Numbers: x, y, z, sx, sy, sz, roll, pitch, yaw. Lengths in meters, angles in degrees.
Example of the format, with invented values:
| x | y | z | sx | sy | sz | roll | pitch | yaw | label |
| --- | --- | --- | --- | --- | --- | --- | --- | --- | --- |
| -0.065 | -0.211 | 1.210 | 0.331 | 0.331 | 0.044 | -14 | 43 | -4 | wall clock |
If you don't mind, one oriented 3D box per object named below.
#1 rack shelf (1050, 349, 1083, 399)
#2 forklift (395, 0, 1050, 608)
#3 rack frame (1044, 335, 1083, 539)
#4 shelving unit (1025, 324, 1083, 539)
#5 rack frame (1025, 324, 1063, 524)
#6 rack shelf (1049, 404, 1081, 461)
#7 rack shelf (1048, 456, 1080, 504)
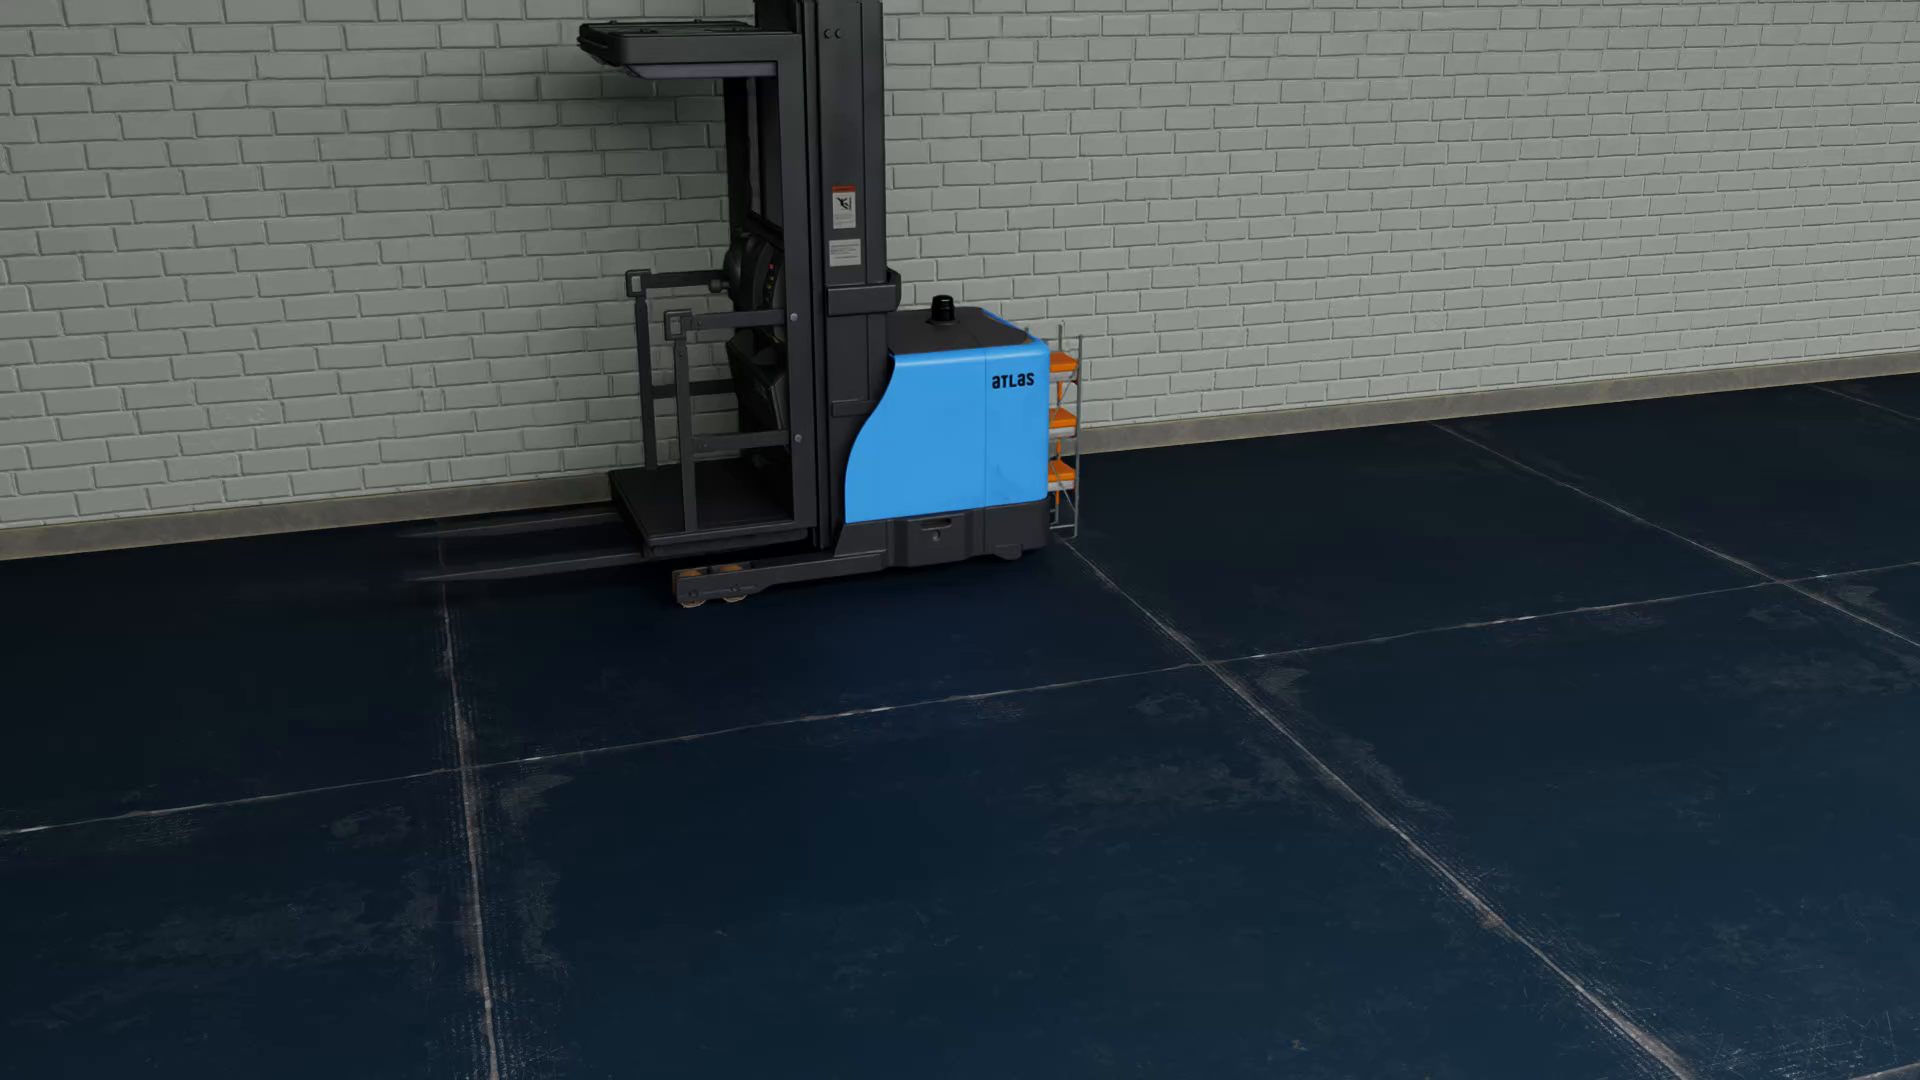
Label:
| x | y | z | sx | sy | sz | roll | pitch | yaw | label |
| --- | --- | --- | --- | --- | --- | --- | --- | --- | --- |
| 0.459 | -0.789 | 8.251 | 0.215 | 0.259 | 0.240 | -7 | 21 | -19 | rack shelf |
| -1.132 | -1.274 | 7.626 | 3.031 | 2.935 | 1.130 | -7 | 21 | -19 | forklift |
| 0.500 | -0.493 | 8.235 | 0.200 | 1.050 | 0.008 | -7 | 21 | -19 | rack frame |
| 0.458 | -0.532 | 8.343 | 0.215 | 1.050 | 0.252 | -7 | 21 | -19 | shelving unit |
| 0.416 | -0.570 | 8.451 | 0.200 | 1.050 | 0.008 | -7 | 21 | -19 | rack frame |
| 0.458 | -0.522 | 8.347 | 0.215 | 0.259 | 0.240 | -7 | 21 | -19 | rack shelf |
| 0.458 | -0.260 | 8.440 | 0.215 | 0.259 | 0.240 | -7 | 21 | -19 | rack shelf |
